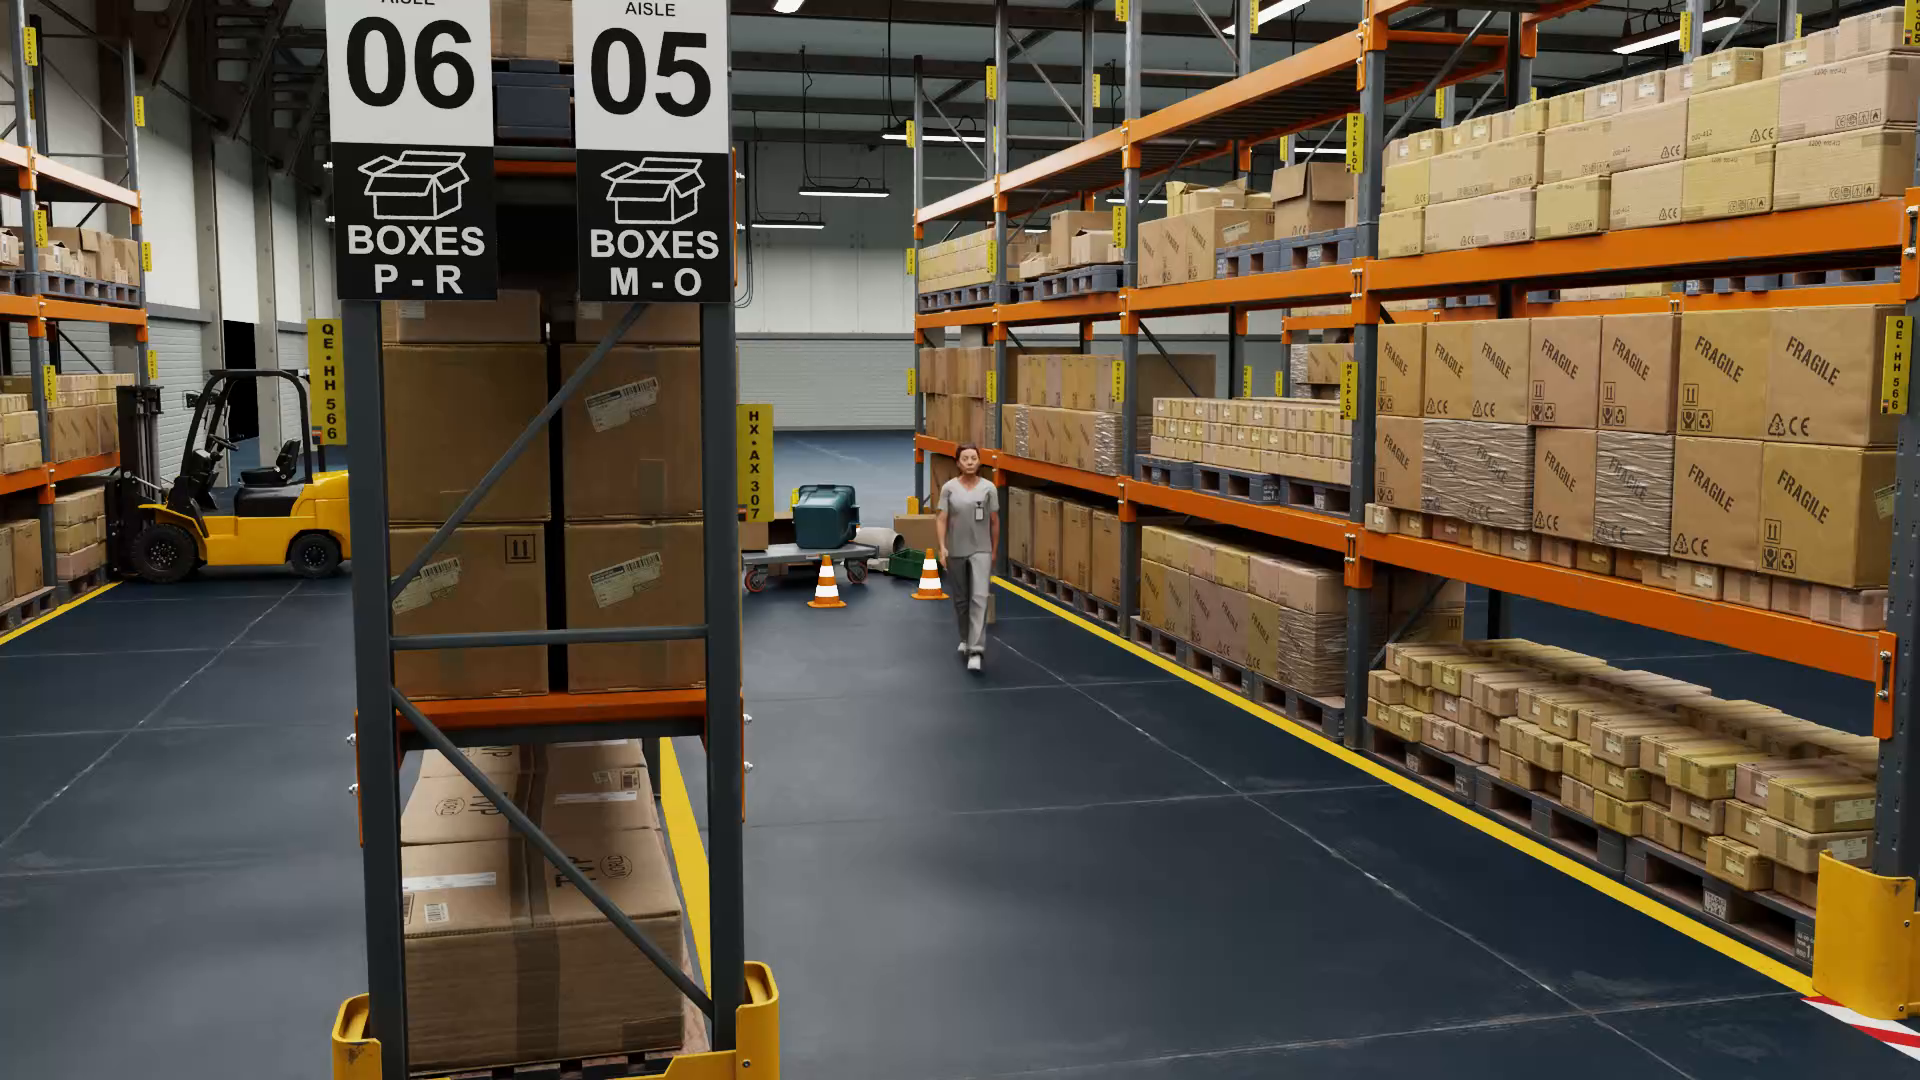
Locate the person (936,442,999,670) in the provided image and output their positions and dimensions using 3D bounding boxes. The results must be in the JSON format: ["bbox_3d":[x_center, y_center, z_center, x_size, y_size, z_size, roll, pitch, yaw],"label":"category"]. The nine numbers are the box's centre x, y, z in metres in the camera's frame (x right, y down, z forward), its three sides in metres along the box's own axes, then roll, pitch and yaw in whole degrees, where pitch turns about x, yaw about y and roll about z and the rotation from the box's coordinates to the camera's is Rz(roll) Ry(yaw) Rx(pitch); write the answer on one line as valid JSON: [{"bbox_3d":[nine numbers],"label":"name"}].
[{"bbox_3d":[0.049,0.091,12.177,0.454,1.603,1.032,1,6,6],"label":"person"}]
